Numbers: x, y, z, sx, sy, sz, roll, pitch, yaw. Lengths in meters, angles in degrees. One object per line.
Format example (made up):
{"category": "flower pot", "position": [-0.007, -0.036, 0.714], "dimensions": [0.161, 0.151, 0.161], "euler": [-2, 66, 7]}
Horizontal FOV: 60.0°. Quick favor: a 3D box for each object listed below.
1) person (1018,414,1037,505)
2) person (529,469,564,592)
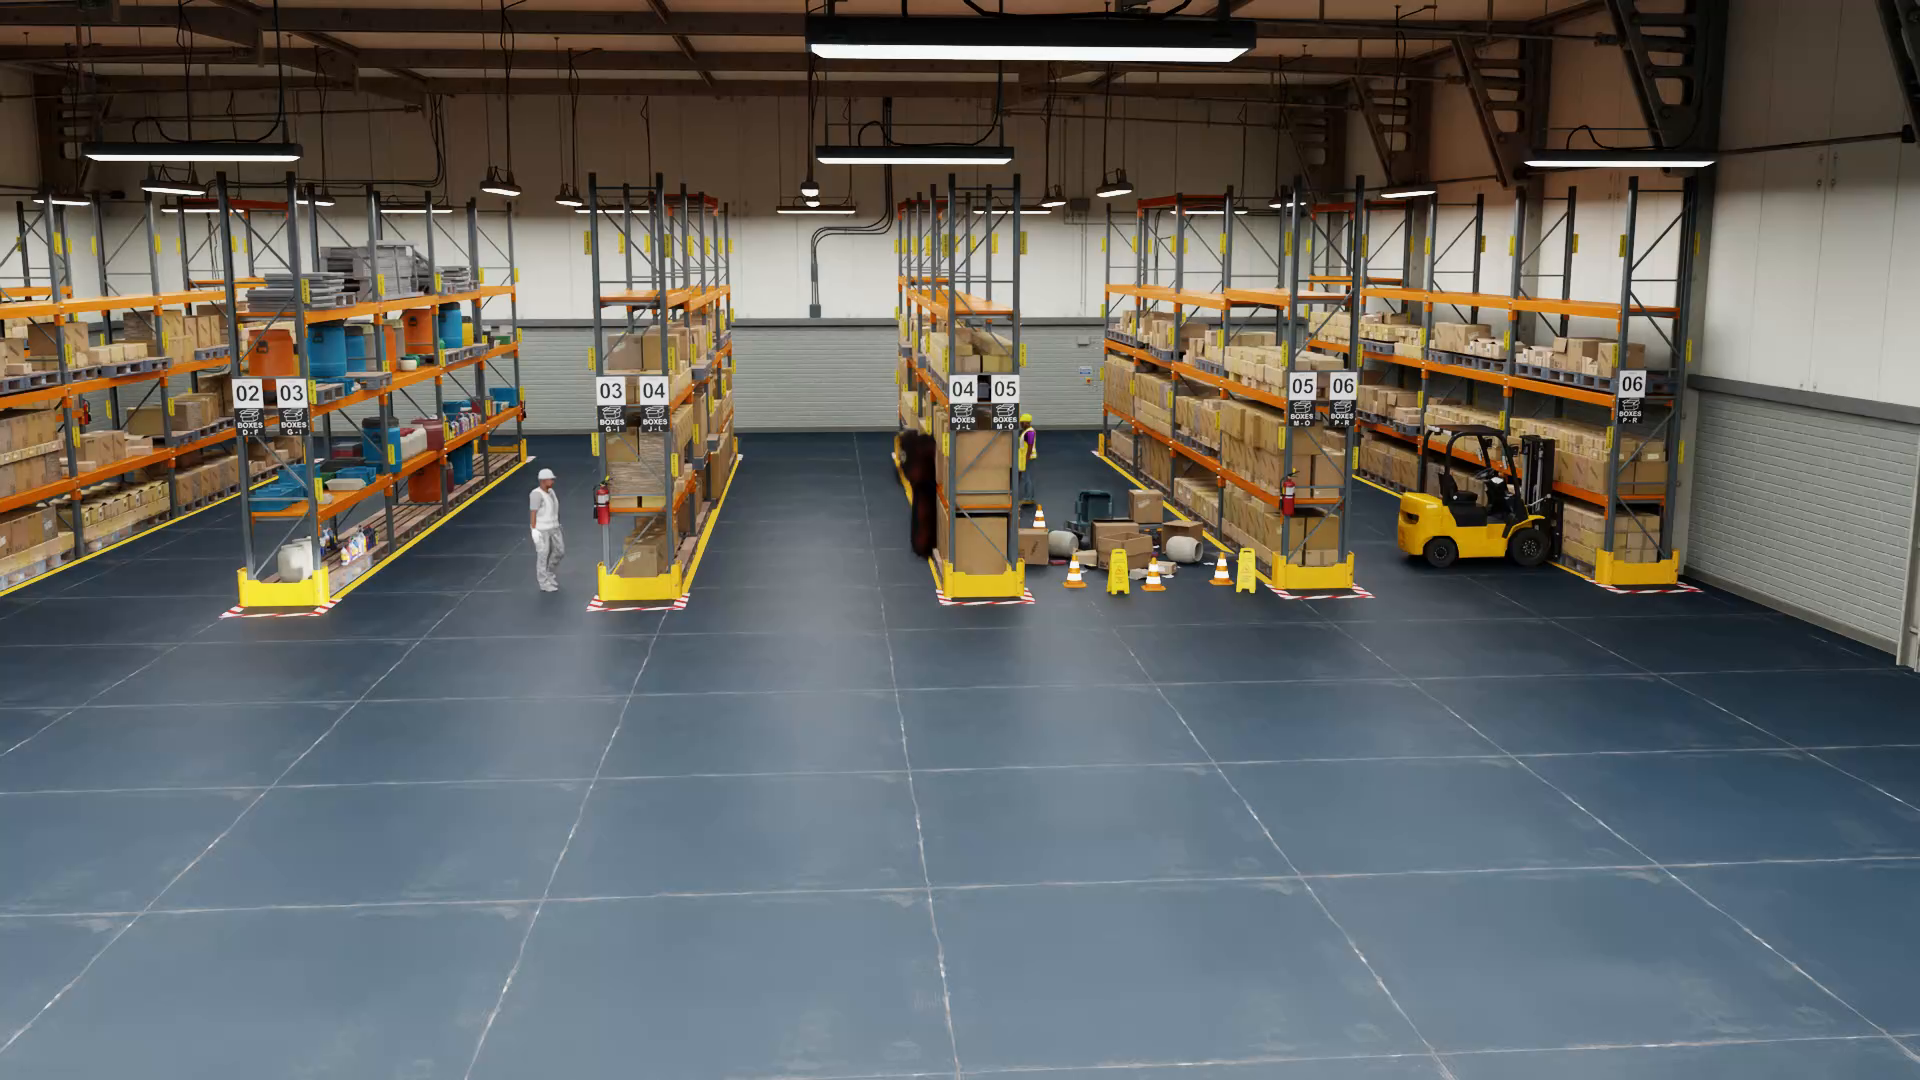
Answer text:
{"category": "person", "position": [1.292, -1.586, 32.531], "dimensions": [0.412, 1.768, 0.586], "euler": [0, 10, -2]}
{"category": "person", "position": [-6.101, -0.155, 24.481], "dimensions": [0.508, 1.789, 0.634], "euler": [5, 11, 25]}
